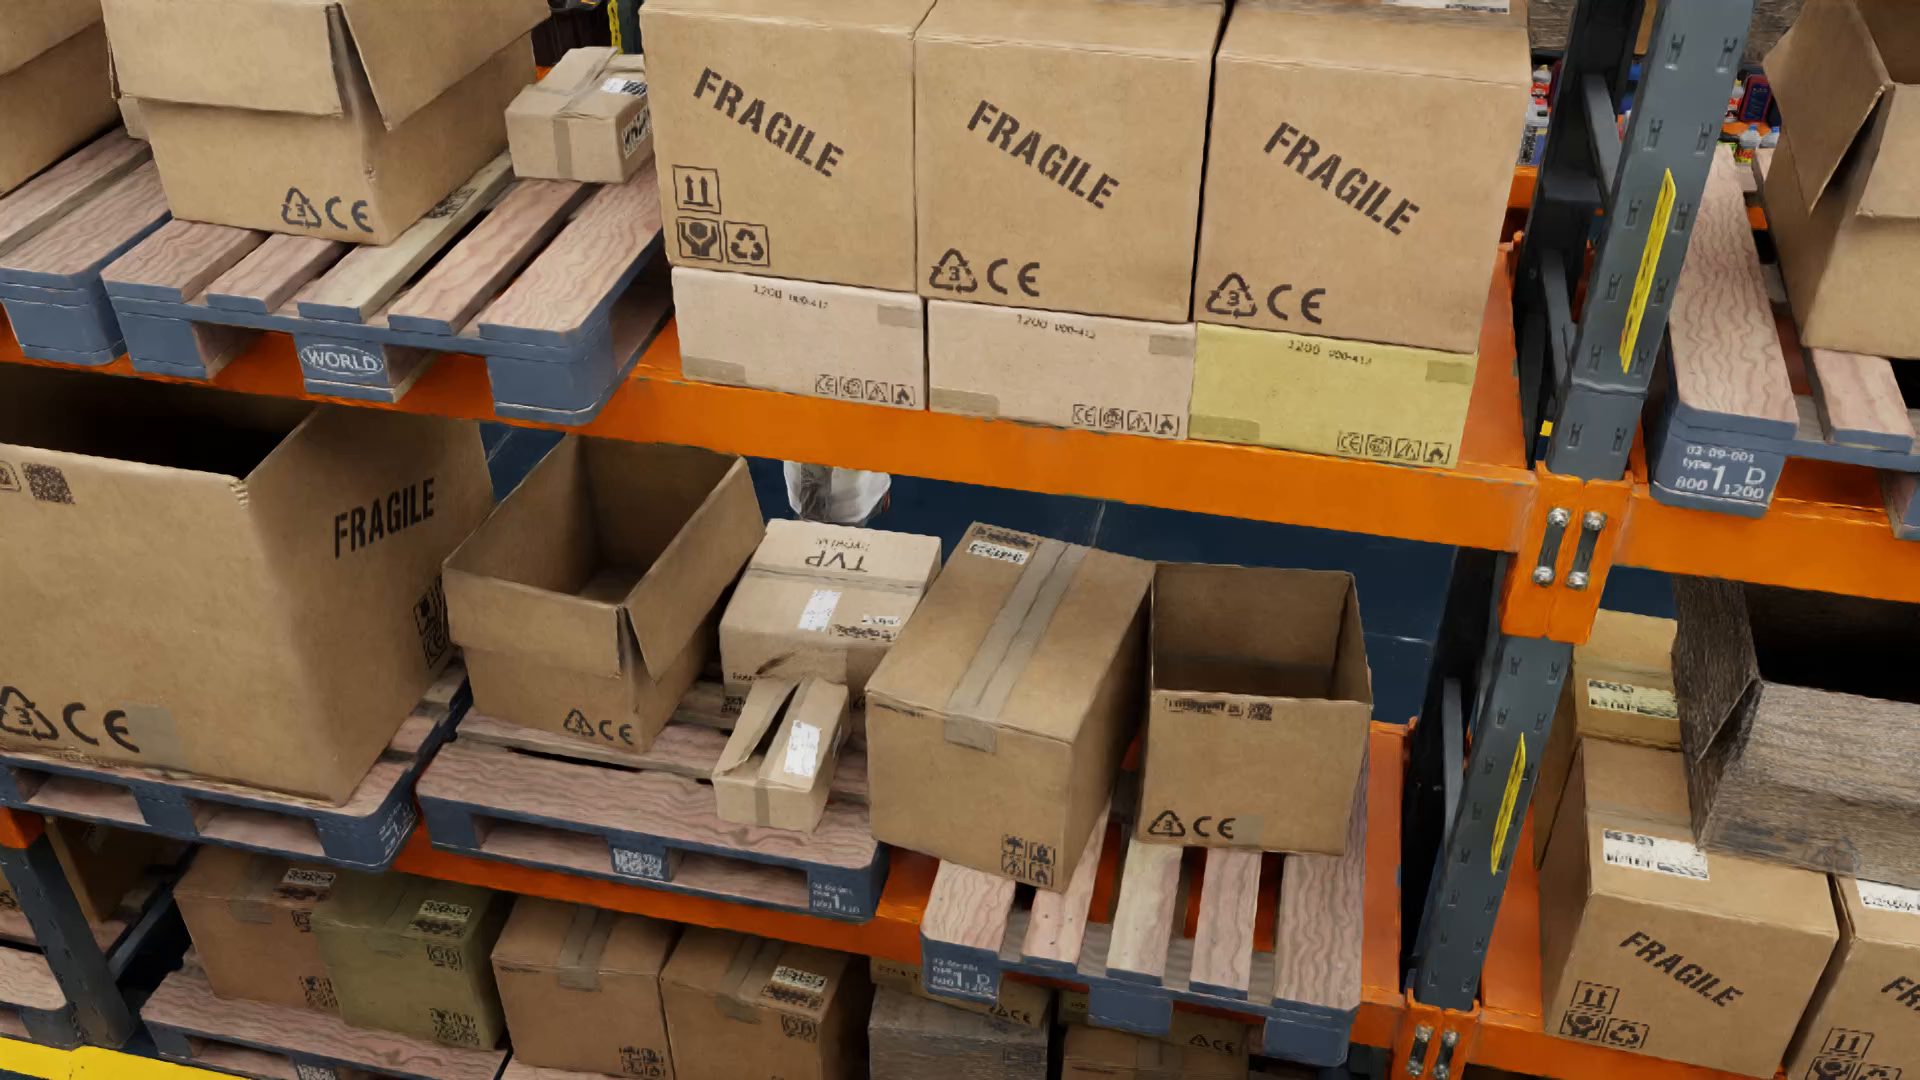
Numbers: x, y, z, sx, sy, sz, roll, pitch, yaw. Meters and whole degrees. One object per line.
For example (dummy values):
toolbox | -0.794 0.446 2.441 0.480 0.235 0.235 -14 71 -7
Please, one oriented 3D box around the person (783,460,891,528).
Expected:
person | -0.438 -0.157 6.325 0.758 1.762 0.567 15 39 19
